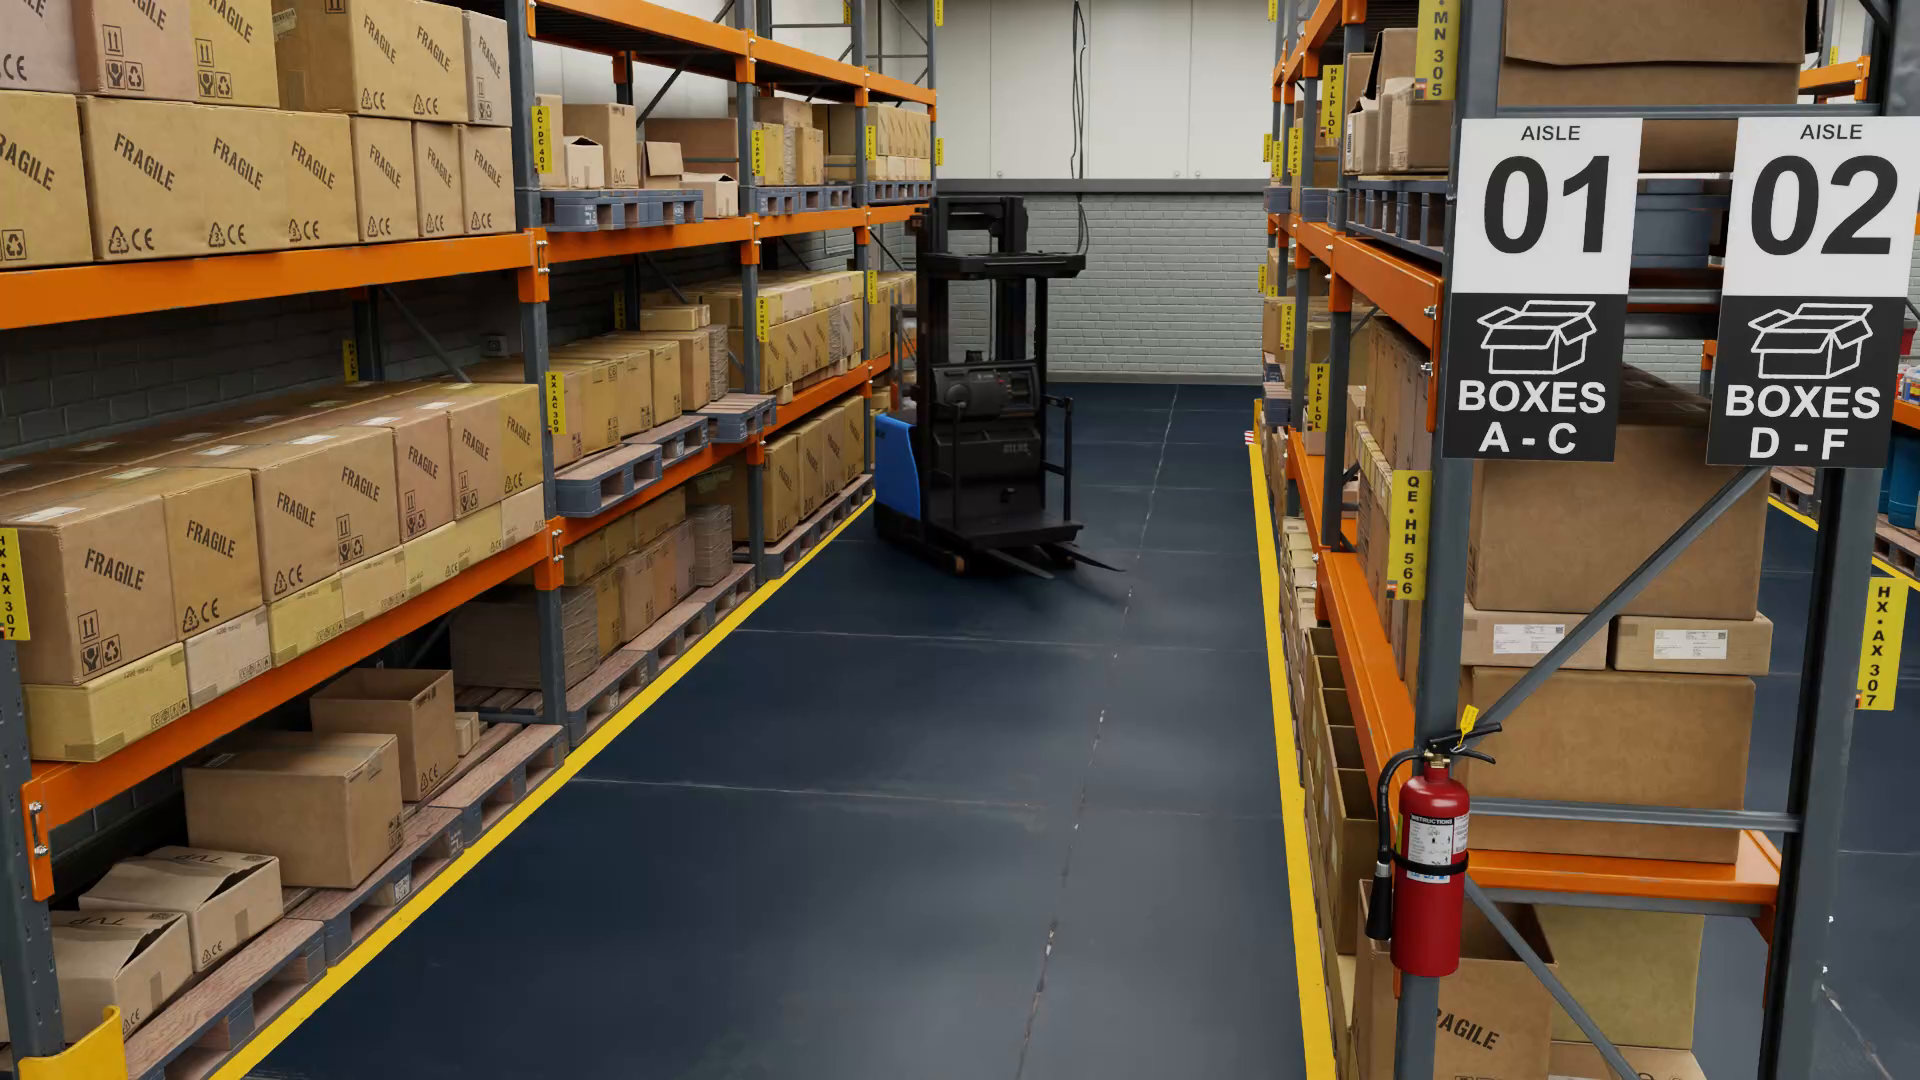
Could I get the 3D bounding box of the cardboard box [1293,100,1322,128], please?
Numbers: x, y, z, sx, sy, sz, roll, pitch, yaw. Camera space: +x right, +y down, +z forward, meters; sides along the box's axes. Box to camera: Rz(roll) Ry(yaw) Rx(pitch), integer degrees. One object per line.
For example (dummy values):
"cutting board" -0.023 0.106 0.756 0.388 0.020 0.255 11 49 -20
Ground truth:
"cardboard box" 3.530 -3.913 15.798 0.700 0.500 0.500 2 12 9

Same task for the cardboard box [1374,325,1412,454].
"cardboard box" 2.124 -0.626 6.962 0.700 0.500 0.500 2 12 9

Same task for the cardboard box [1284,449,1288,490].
"cardboard box" 2.795 -0.547 13.023 0.500 0.250 0.500 2 12 11

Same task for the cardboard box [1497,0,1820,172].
"cardboard box" 1.740 -1.218 4.332 0.797 0.503 0.637 3 12 13

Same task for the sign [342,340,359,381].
"sign" -3.181 -0.884 8.726 0.100 0.325 0.005 2 12 9

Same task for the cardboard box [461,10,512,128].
"cardboard box" -2.441 -2.201 7.810 0.500 0.500 0.500 1 12 4

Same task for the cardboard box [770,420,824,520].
"cardboard box" -1.633 -0.619 14.350 0.750 0.750 0.750 2 12 8

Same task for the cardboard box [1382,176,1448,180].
"cardboard box" 2.367 -1.867 8.276 0.500 0.250 0.500 3 13 15

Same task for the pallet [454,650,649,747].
"pallet" -2.514 0.900 9.814 1.003 0.211 1.213 2 12 9

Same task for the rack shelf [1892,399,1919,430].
"rack shelf" 8.080 -0.877 13.150 1.077 0.370 4.000 2 12 9

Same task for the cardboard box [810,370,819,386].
"cardboard box" -1.465 -1.455 14.676 0.380 0.149 0.250 2 12 10

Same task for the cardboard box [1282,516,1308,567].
"cardboard box" 2.507 -0.009 11.615 0.500 0.311 0.500 2 12 11

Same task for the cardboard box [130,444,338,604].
"cardboard box" -2.706 -0.071 6.229 0.500 0.500 0.500 1 12 7

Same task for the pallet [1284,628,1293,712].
"pallet" 2.523 0.813 10.220 1.003 0.211 1.213 2 12 9

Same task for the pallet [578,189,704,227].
"pallet" -2.276 -2.016 10.055 1.213 0.211 1.003 2 12 9

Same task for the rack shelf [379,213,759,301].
"rack shelf" -2.325 -1.832 10.460 1.077 0.370 4.000 2 12 9

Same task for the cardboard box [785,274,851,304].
"cardboard box" -1.309 -2.325 15.391 0.500 0.250 0.500 2 12 10

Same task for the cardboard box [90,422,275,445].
"cardboard box" -3.145 -0.193 6.798 0.500 0.500 0.500 2 12 9

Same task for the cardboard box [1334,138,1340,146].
"cardboard box" 2.951 -3.068 11.879 0.500 0.500 0.500 2 12 9

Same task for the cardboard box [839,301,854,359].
"cardboard box" -1.293 -1.959 15.474 0.500 0.500 0.500 2 12 9

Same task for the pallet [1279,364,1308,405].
"pallet" 3.173 -1.285 13.790 1.003 0.211 1.213 2 12 9

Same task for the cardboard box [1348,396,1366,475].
"cardboard box" 2.555 -0.563 9.749 0.500 0.500 0.500 2 12 9

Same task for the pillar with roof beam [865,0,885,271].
"pillar with roof beam" 3.028 -6.182 21.818 9.100 9.000 0.400 2 12 9

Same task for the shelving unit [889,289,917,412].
"shelving unit" -0.391 -1.199 15.072 0.431 2.100 0.503 -2 12 -10

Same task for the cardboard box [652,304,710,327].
"cardboard box" -2.041 -1.642 12.169 0.380 0.149 0.250 0 12 1

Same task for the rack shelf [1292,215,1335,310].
"rack shelf" 2.571 -1.672 9.719 1.077 0.370 4.000 2 12 9

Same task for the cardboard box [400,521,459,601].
"cardboard box" -2.553 0.080 7.311 0.500 0.250 0.500 2 12 8

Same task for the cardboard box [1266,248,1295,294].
"cardboard box" 3.780 -3.093 19.113 0.500 0.500 0.500 2 12 10

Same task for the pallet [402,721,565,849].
"pallet" -2.701 1.203 8.408 1.003 0.211 1.213 2 12 9

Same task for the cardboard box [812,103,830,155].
"cardboard box" -1.525 -4.133 16.771 0.500 0.500 0.500 2 12 8

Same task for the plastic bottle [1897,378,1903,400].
"plastic bottle" 7.752 -1.248 13.635 0.097 0.201 0.097 0 12 0

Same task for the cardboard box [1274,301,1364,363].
"cardboard box" 3.156 -1.824 14.602 0.700 0.500 0.500 4 13 18

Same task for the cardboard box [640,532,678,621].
"cardboard box" -2.319 0.233 11.181 0.700 0.500 0.500 2 12 8

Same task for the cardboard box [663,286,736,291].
"cardboard box" -2.120 -1.914 13.486 0.500 0.250 0.500 1 12 7

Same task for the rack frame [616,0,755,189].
"rack frame" -2.017 -4.066 12.000 1.000 3.000 0.127 2 12 9

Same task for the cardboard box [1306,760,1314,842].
"cardboard box" 1.810 1.189 7.388 0.500 0.250 0.500 2 12 9

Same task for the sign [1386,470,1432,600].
"sign" 1.114 -0.011 4.111 0.100 0.325 0.005 2 12 9

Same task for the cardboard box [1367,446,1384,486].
"cardboard box" 1.915 -0.297 6.972 0.380 0.149 0.250 2 12 8

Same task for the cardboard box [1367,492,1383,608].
"cardboard box" 2.126 0.013 7.077 0.700 0.500 0.500 2 12 8

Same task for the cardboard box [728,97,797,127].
"cardboard box" -1.737 -3.768 14.678 0.500 0.250 0.500 1 12 7

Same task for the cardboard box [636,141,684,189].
"cardboard box" -2.308 -2.393 11.065 0.797 0.503 0.637 4 13 17

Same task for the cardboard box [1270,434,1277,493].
"cardboard box" 3.178 -0.707 15.541 0.500 0.500 0.500 1 12 6

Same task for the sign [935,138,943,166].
"sign" -0.253 -4.639 19.863 0.100 0.325 0.005 2 12 9

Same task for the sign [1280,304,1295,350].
"sign" 2.340 -1.516 11.850 0.100 0.325 0.005 2 12 9

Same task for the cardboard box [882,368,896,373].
"cardboard box" -0.974 -1.983 19.970 0.380 0.149 0.250 2 12 9

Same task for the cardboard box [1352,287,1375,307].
"cardboard box" 3.844 -2.433 16.052 0.500 0.500 0.500 2 12 10

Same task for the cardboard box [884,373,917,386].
"cardboard box" -0.674 -1.864 19.421 0.380 0.149 0.250 2 12 10

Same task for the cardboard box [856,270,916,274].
"cardboard box" -0.855 -2.839 19.834 0.980 0.700 0.700 2 12 11

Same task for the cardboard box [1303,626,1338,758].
"cardboard box" 1.882 0.718 7.793 0.500 0.500 0.500 2 12 9

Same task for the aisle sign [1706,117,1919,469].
"aisle sign" 1.940 -0.555 3.780 0.394 0.787 0.004 2 12 9

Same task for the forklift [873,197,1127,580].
"forklift" 0.310 -1.251 13.342 1.130 2.935 3.031 -6 13 -24

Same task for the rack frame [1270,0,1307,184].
"rack frame" 4.108 -5.572 18.986 1.000 3.000 0.127 2 12 9

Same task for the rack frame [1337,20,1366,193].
"rack frame" 2.263 -3.074 7.395 1.000 3.000 0.127 2 12 9
